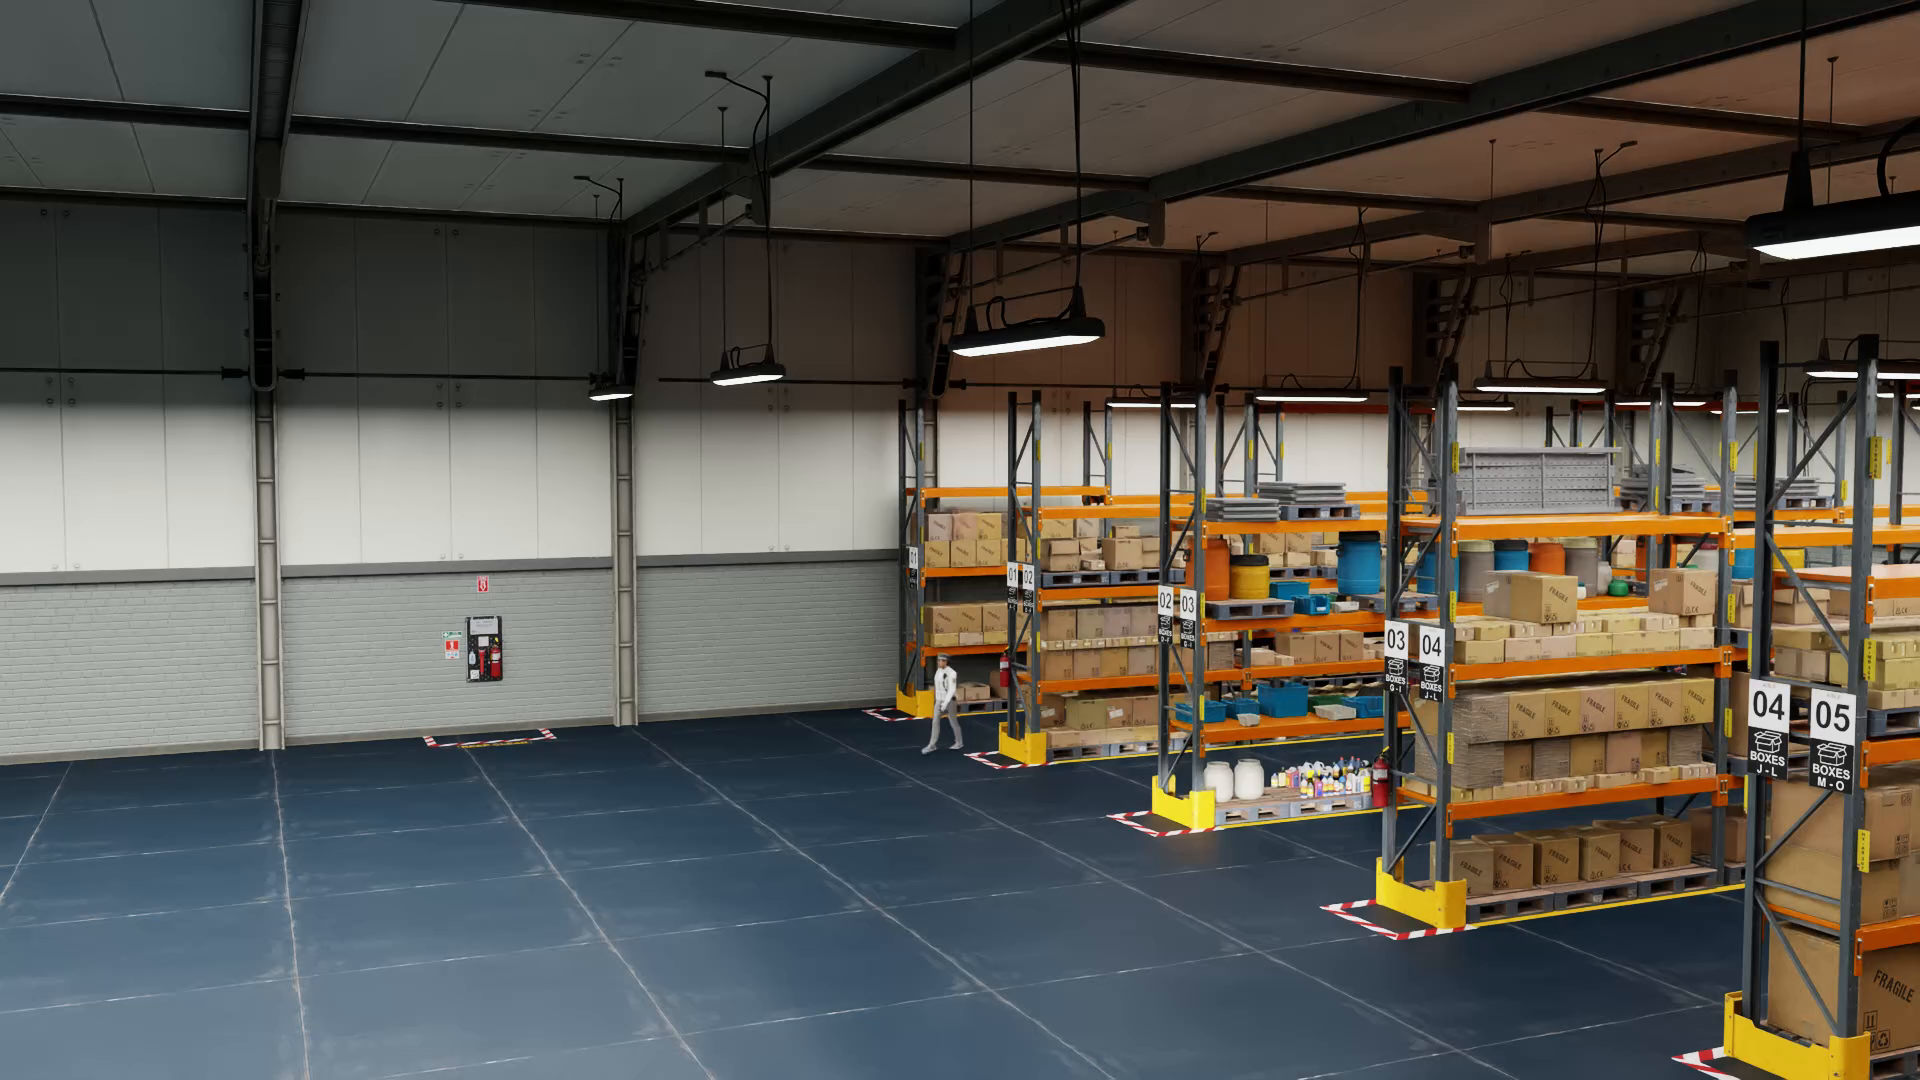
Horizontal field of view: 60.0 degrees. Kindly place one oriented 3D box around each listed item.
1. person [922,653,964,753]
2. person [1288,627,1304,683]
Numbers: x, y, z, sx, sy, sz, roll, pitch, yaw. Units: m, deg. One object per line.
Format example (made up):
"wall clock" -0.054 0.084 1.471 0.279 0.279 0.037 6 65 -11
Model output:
"person" -0.274 2.703 27.712 0.506 1.632 0.865 3 5 42
"person" 6.676 2.385 33.274 0.442 1.646 0.475 1 3 16
